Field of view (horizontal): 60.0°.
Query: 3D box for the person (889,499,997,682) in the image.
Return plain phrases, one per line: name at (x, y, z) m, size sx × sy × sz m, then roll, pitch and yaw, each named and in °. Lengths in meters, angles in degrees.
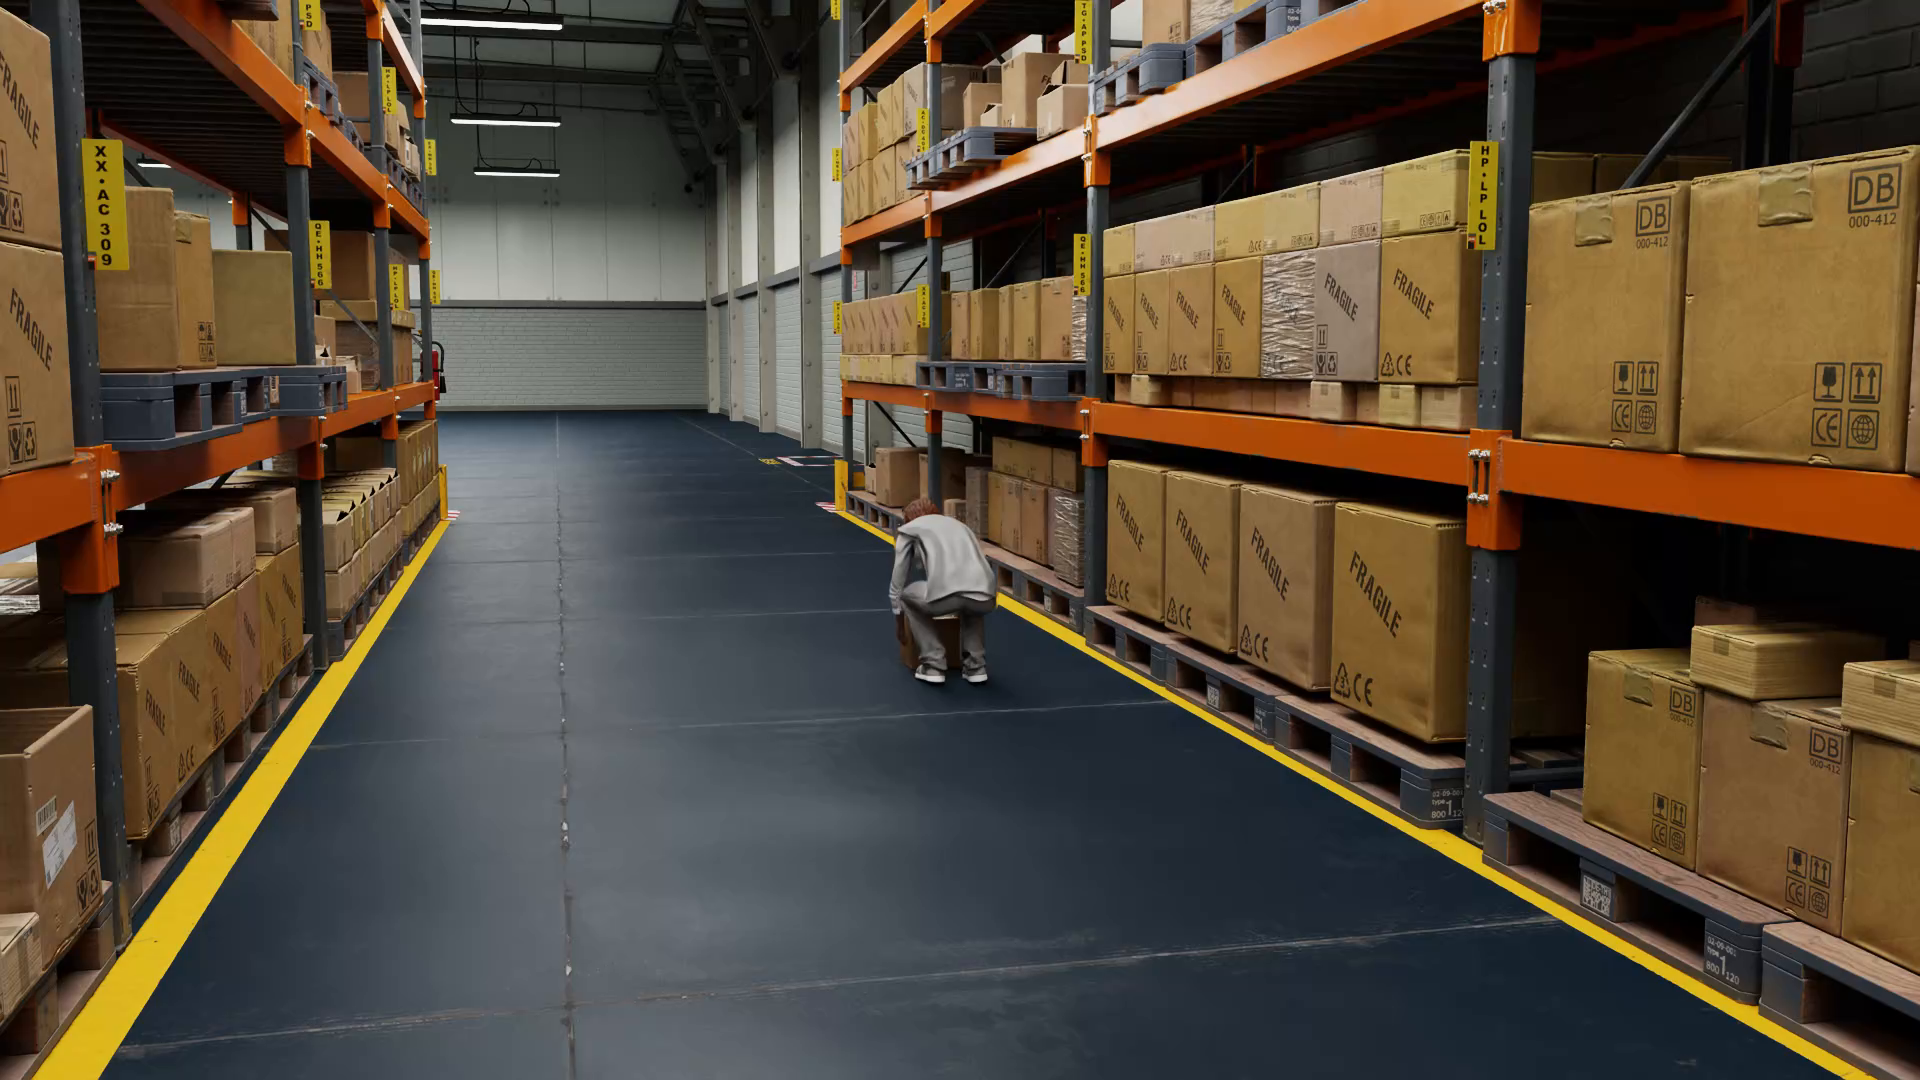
person at (-0.082, 0.251, 8.035) m, size 0.442 × 0.845 × 0.799 m, roll -2°, pitch 7°, yaw -14°
